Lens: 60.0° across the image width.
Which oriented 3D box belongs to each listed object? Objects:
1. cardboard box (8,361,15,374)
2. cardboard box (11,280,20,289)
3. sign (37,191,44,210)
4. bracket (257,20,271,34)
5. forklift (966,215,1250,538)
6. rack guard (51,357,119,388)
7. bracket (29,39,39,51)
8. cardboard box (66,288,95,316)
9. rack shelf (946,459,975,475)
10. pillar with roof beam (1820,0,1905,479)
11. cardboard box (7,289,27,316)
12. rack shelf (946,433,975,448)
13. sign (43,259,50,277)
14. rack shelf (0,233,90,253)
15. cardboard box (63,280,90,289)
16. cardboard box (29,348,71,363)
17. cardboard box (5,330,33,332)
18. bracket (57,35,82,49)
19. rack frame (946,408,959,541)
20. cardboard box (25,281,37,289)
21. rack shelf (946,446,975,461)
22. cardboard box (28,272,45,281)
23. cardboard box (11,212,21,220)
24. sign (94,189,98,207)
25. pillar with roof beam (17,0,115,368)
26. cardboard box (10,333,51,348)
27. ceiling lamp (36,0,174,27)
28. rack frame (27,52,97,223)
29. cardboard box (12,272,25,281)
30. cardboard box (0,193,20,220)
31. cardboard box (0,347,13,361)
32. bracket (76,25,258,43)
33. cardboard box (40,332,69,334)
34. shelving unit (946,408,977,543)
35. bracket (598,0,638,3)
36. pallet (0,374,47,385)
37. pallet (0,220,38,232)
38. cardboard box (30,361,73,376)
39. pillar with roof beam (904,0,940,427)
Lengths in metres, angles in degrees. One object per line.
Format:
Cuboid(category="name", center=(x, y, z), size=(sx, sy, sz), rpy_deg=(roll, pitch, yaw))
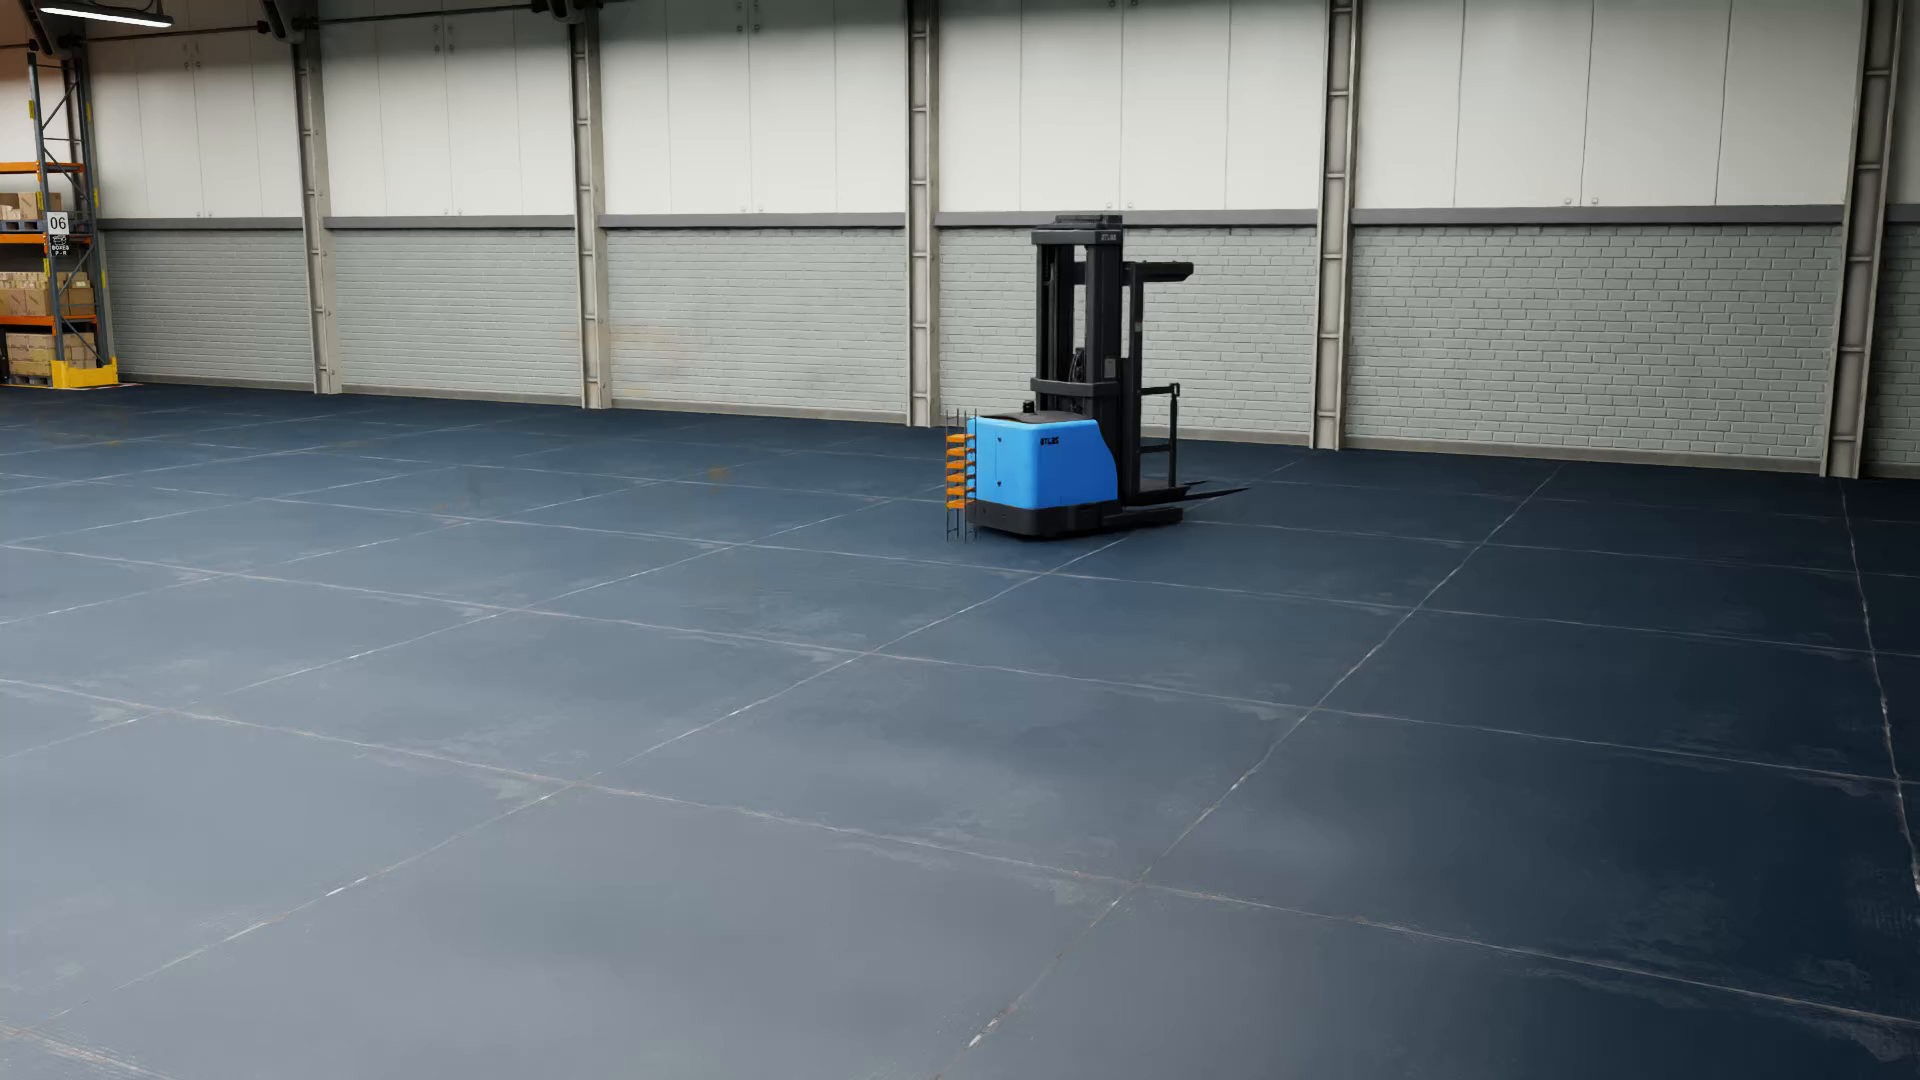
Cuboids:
Cuboid(category="cardboard box", center=(-17.906, -3.305, 31.612), size=(0.500, 0.250, 0.500), rpy_deg=(5, 11, 26))
Cuboid(category="cardboard box", center=(-17.559, -4.801, 31.235), size=(0.250, 0.149, 0.380), rpy_deg=(5, 11, 25))
Cuboid(category="sign", center=(-16.711, -6.171, 30.216), size=(0.005, 0.325, 0.100), rpy_deg=(5, 11, 26))
Cuboid(category="bracket", center=(-11.833, -8.809, 28.527), size=(0.430, 0.232, 0.235), rpy_deg=(5, 11, 26))
Cuboid(category="forklift", center=(1.537, -1.640, 16.063), size=(3.031, 2.935, 1.130), rpy_deg=(-8, 13, -36))
Cuboid(category="rack guard", center=(-16.437, -3.152, 31.240), size=(0.348, 0.500, 1.175), rpy_deg=(5, 11, 26))
Cuboid(category="bracket", center=(-17.214, -9.282, 31.139), size=(0.430, 0.232, 0.235), rpy_deg=(5, 11, 26))
Cuboid(category="cardboard box", center=(-16.780, -4.516, 31.480), size=(0.500, 0.500, 0.500), rpy_deg=(5, 12, 28))
Cuboid(category="rack shelf", center=(0.013, -0.664, 15.104), size=(0.180, 0.103, 0.258), rpy_deg=(5, 11, 26))
Cuboid(category="pillar with roof beam", center=(8.314, -4.483, 14.731), size=(0.400, 9.000, 9.100), rpy_deg=(5, 11, 26))
Cuboid(category="cardboard box", center=(-17.477, -4.472, 31.236), size=(0.500, 0.500, 0.500), rpy_deg=(5, 12, 28))
Cuboid(category="rack shelf", center=(0.013, -0.900, 15.061), size=(0.180, 0.103, 0.258), rpy_deg=(5, 11, 26))
Cuboid(category="sign", center=(-16.711, -4.984, 30.431), size=(0.005, 0.325, 0.100), rpy_deg=(5, 11, 26))
Cuboid(category="rack shelf", center=(-18.252, -5.663, 31.696), size=(4.000, 0.370, 1.077), rpy_deg=(5, 11, 26))
Cuboid(category="cardboard box", center=(-16.648, -4.820, 31.338), size=(0.250, 0.149, 0.380), rpy_deg=(5, 11, 24))
Cuboid(category="cardboard box", center=(-17.034, -3.472, 31.127), size=(0.500, 0.250, 0.500), rpy_deg=(5, 11, 25))
Cuboid(category="cardboard box", center=(-18.156, -3.919, 32.193), size=(0.500, 0.250, 0.500), rpy_deg=(5, 11, 25))
Cuboid(category="bracket", center=(-16.469, -9.216, 30.778), size=(0.430, 0.232, 0.235), rpy_deg=(5, 11, 26))
Cuboid(category="rack frame", center=(-0.069, -0.596, 15.157), size=(0.006, 1.200, 0.240), rpy_deg=(5, 11, 26))
Cuboid(category="cardboard box", center=(-17.136, -4.750, 30.950), size=(0.250, 0.149, 0.380), rpy_deg=(5, 12, 27))
Cuboid(category="rack shelf", center=(0.013, -0.782, 15.082), size=(0.180, 0.103, 0.258), rpy_deg=(5, 11, 26))
Cuboid(category="cardboard box", center=(-17.108, -4.907, 30.985), size=(0.250, 0.149, 0.380), rpy_deg=(5, 11, 26))
Cuboid(category="cardboard box", center=(-17.336, -6.009, 30.830), size=(0.250, 0.149, 0.380), rpy_deg=(5, 11, 24))
Cuboid(category="sign", center=(-16.208, -6.417, 31.163), size=(0.005, 0.325, 0.100), rpy_deg=(5, 11, 26))
Cuboid(category="pillar with roof beam", center=(-18.589, -6.847, 27.793), size=(0.548, 9.000, 9.100), rpy_deg=(5, 11, 26))
Cuboid(category="cardboard box", center=(-17.470, -3.755, 31.289), size=(0.500, 0.250, 0.500), rpy_deg=(5, 12, 27))
Cuboid(category="ceiling lamp", center=(-12.082, -9.059, 23.626), size=(0.800, 3.185, 2.000), rpy_deg=(5, 11, 26))
Cuboid(category="rack frame", center=(-16.459, -7.336, 30.494), size=(0.127, 3.000, 1.000), rpy_deg=(5, 11, 26))
Cuboid(category="cardboard box", center=(-17.545, -4.955, 31.249), size=(0.250, 0.149, 0.380), rpy_deg=(5, 11, 26))
Cuboid(category="cardboard box", center=(-17.838, -6.257, 31.217), size=(0.500, 0.500, 0.700), rpy_deg=(5, 11, 26))
Cuboid(category="cardboard box", center=(-17.951, -3.550, 31.561), size=(0.500, 0.250, 0.500), rpy_deg=(5, 11, 25))
Cuboid(category="bracket", center=(-14.143, -9.012, 29.648), size=(4.783, 0.066, 0.076), rpy_deg=(5, 11, 26))
Cuboid(category="cardboard box", center=(-17.256, -3.836, 31.737), size=(0.500, 0.250, 0.500), rpy_deg=(5, 11, 26))
Cuboid(category="shelving unit", center=(0.013, -0.589, 15.117), size=(0.189, 1.200, 0.258), rpy_deg=(5, 11, 26))
Cuboid(category="bracket", center=(-3.382, -8.066, 24.424), size=(4.783, 0.066, 0.076), rpy_deg=(5, 11, 26))
Cuboid(category="pallet", center=(-18.253, -3.161, 32.105), size=(1.213, 0.211, 1.003), rpy_deg=(5, 11, 26))
Cuboid(category="pallet", center=(-18.179, -5.972, 31.629), size=(1.213, 0.211, 1.003), rpy_deg=(5, 11, 26))
Cuboid(category="cardboard box", center=(-17.020, -3.224, 31.161), size=(0.500, 0.250, 0.500), rpy_deg=(5, 11, 26))
Cuboid(category="pillar with roof beam", center=(-2.447, -5.428, 19.956), size=(0.548, 9.000, 9.100), rpy_deg=(5, 11, 26))
